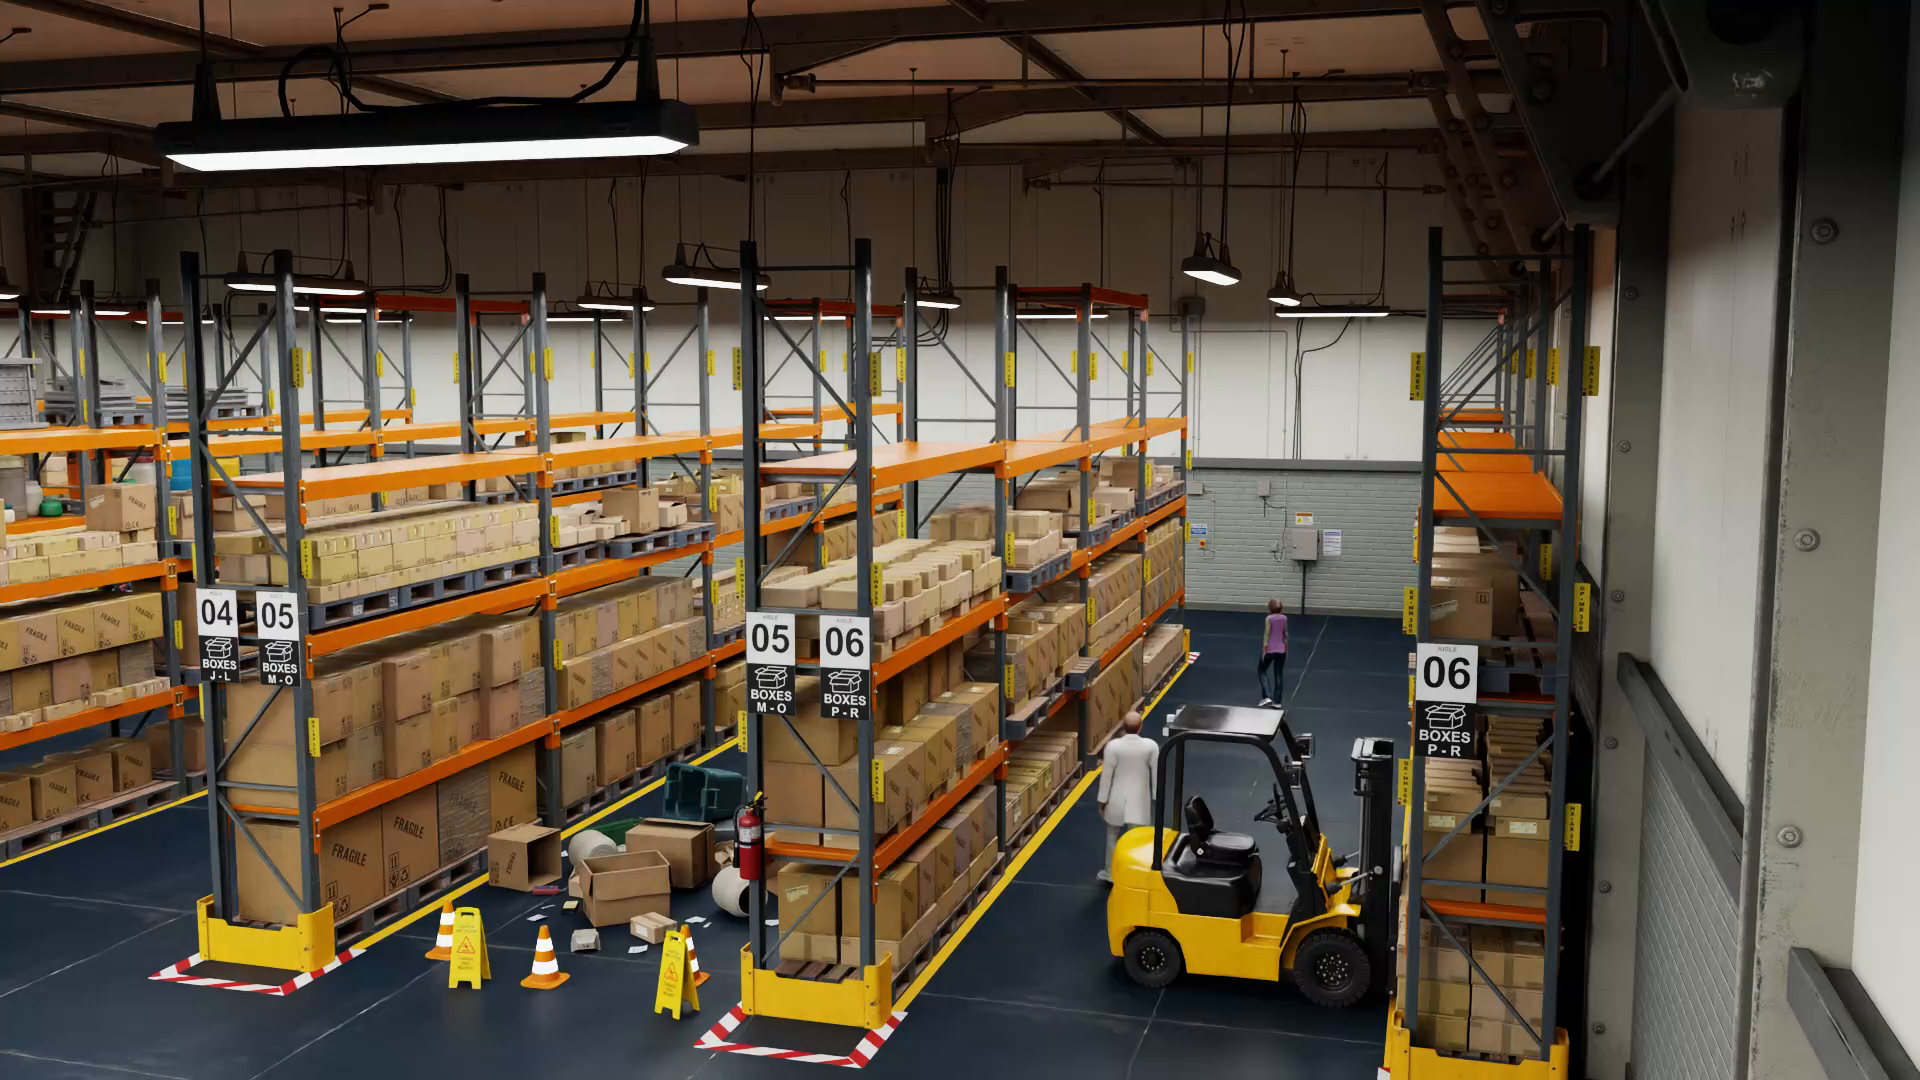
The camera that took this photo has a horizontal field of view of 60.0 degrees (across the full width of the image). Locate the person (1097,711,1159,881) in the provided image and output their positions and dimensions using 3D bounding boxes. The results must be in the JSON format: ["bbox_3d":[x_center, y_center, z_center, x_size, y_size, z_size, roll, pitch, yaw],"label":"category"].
[{"bbox_3d":[1.621,2.510,16.023,0.673,1.779,0.794,1,7,12],"label":"person"}]

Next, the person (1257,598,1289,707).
[{"bbox_3d":[4.603,1.660,24.335,0.446,1.612,0.372,-2,7,-19],"label":"person"}]
